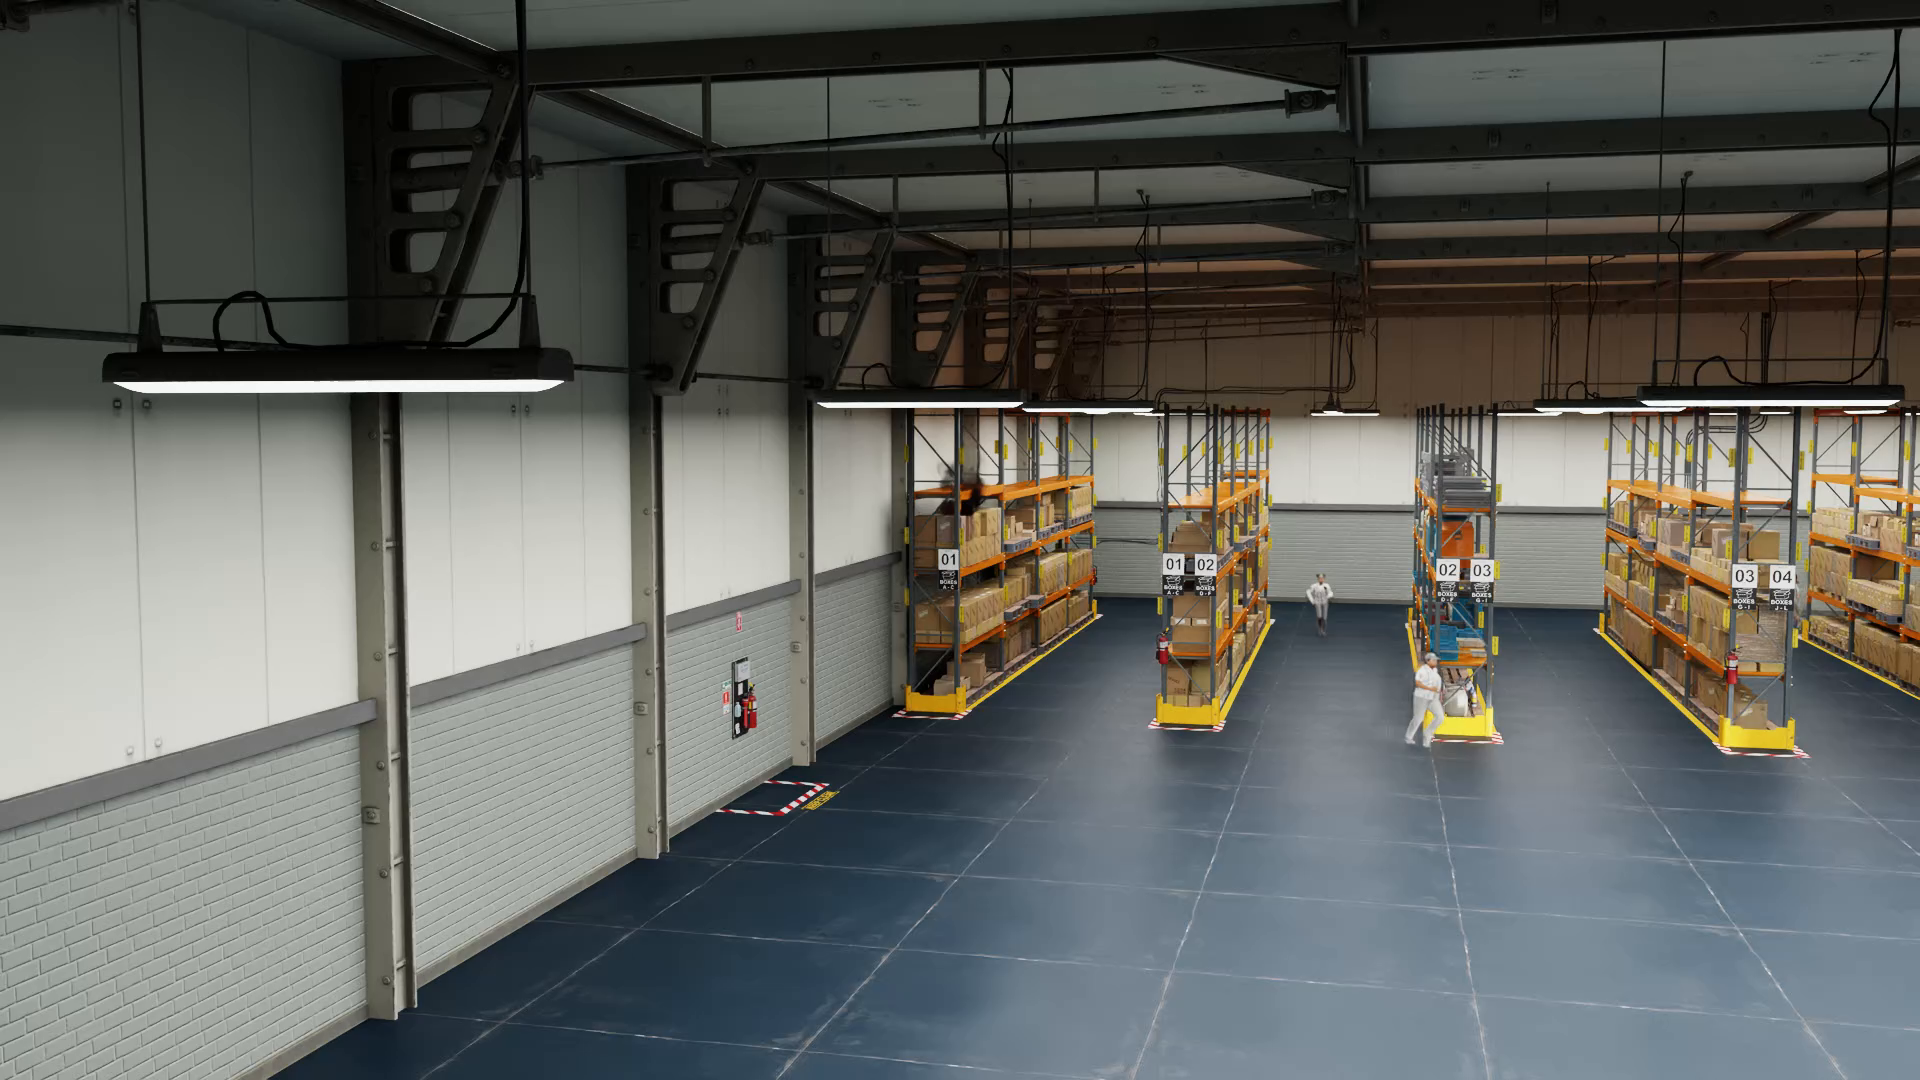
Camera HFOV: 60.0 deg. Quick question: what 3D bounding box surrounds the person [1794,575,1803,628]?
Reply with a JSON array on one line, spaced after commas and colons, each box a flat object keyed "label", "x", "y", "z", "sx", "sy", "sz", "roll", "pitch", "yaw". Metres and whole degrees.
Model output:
[{"label": "person", "x": 22.361, "y": 1.687, "z": 44.575, "sx": 0.708, "sy": 1.580, "sz": 0.652, "roll": 0, "pitch": 4, "yaw": 7}]

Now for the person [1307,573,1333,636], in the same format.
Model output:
[{"label": "person", "x": 9.507, "y": 1.694, "z": 43.865, "sx": 0.657, "sy": 1.659, "sz": 0.702, "roll": 0, "pitch": 4, "yaw": 4}]

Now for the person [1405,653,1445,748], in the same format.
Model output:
[{"label": "person", "x": 8.186, "y": 2.803, "z": 29.117, "sx": 0.676, "sy": 1.654, "sz": 0.679, "roll": -2, "pitch": 5, "yaw": -30}]

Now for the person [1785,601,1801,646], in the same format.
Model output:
[{"label": "person", "x": 19.868, "y": 2.033, "z": 39.887, "sx": 0.536, "sy": 1.605, "sz": 0.724, "roll": 2, "pitch": 5, "yaw": 26}]
